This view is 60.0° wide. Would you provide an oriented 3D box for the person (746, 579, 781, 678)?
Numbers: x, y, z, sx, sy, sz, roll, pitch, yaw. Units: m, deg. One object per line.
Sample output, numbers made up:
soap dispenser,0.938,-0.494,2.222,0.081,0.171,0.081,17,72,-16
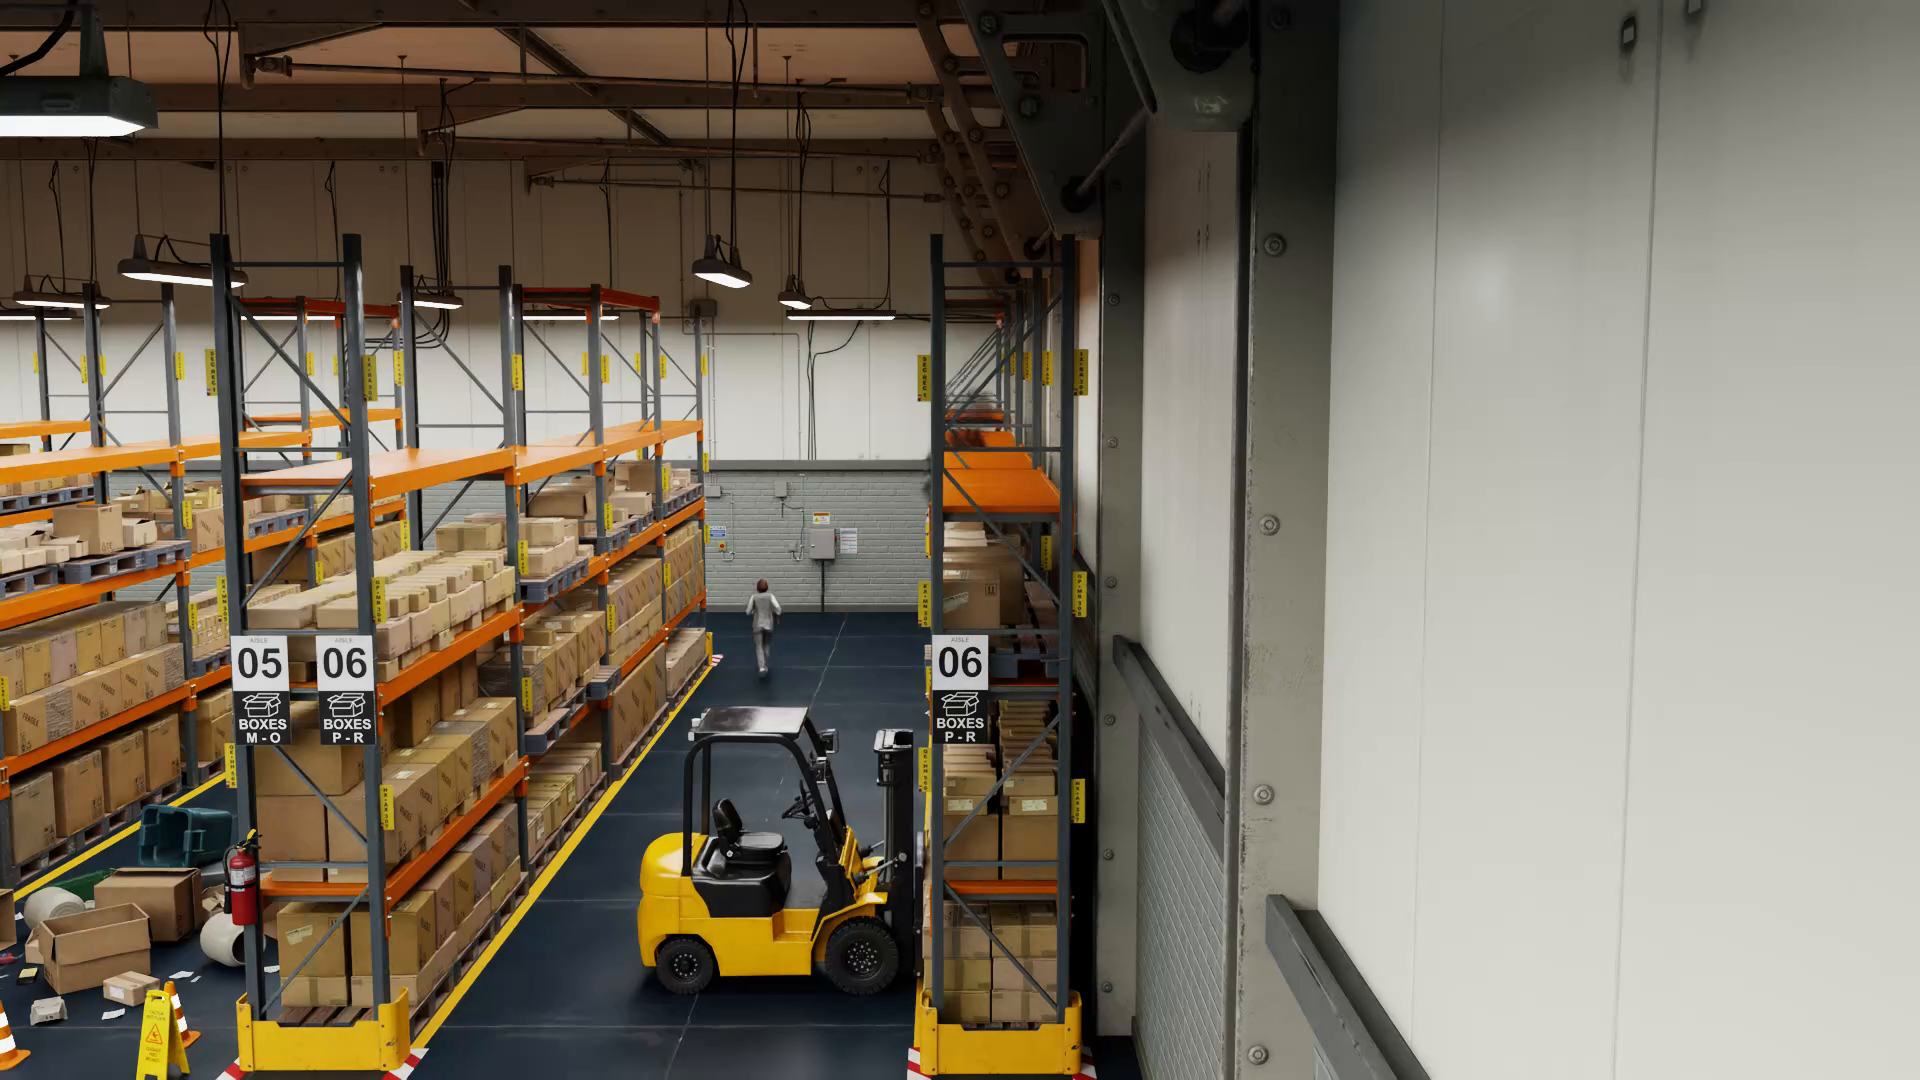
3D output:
person,-3.146,1.418,26.619,0.547,1.597,0.818,-1,6,-12
